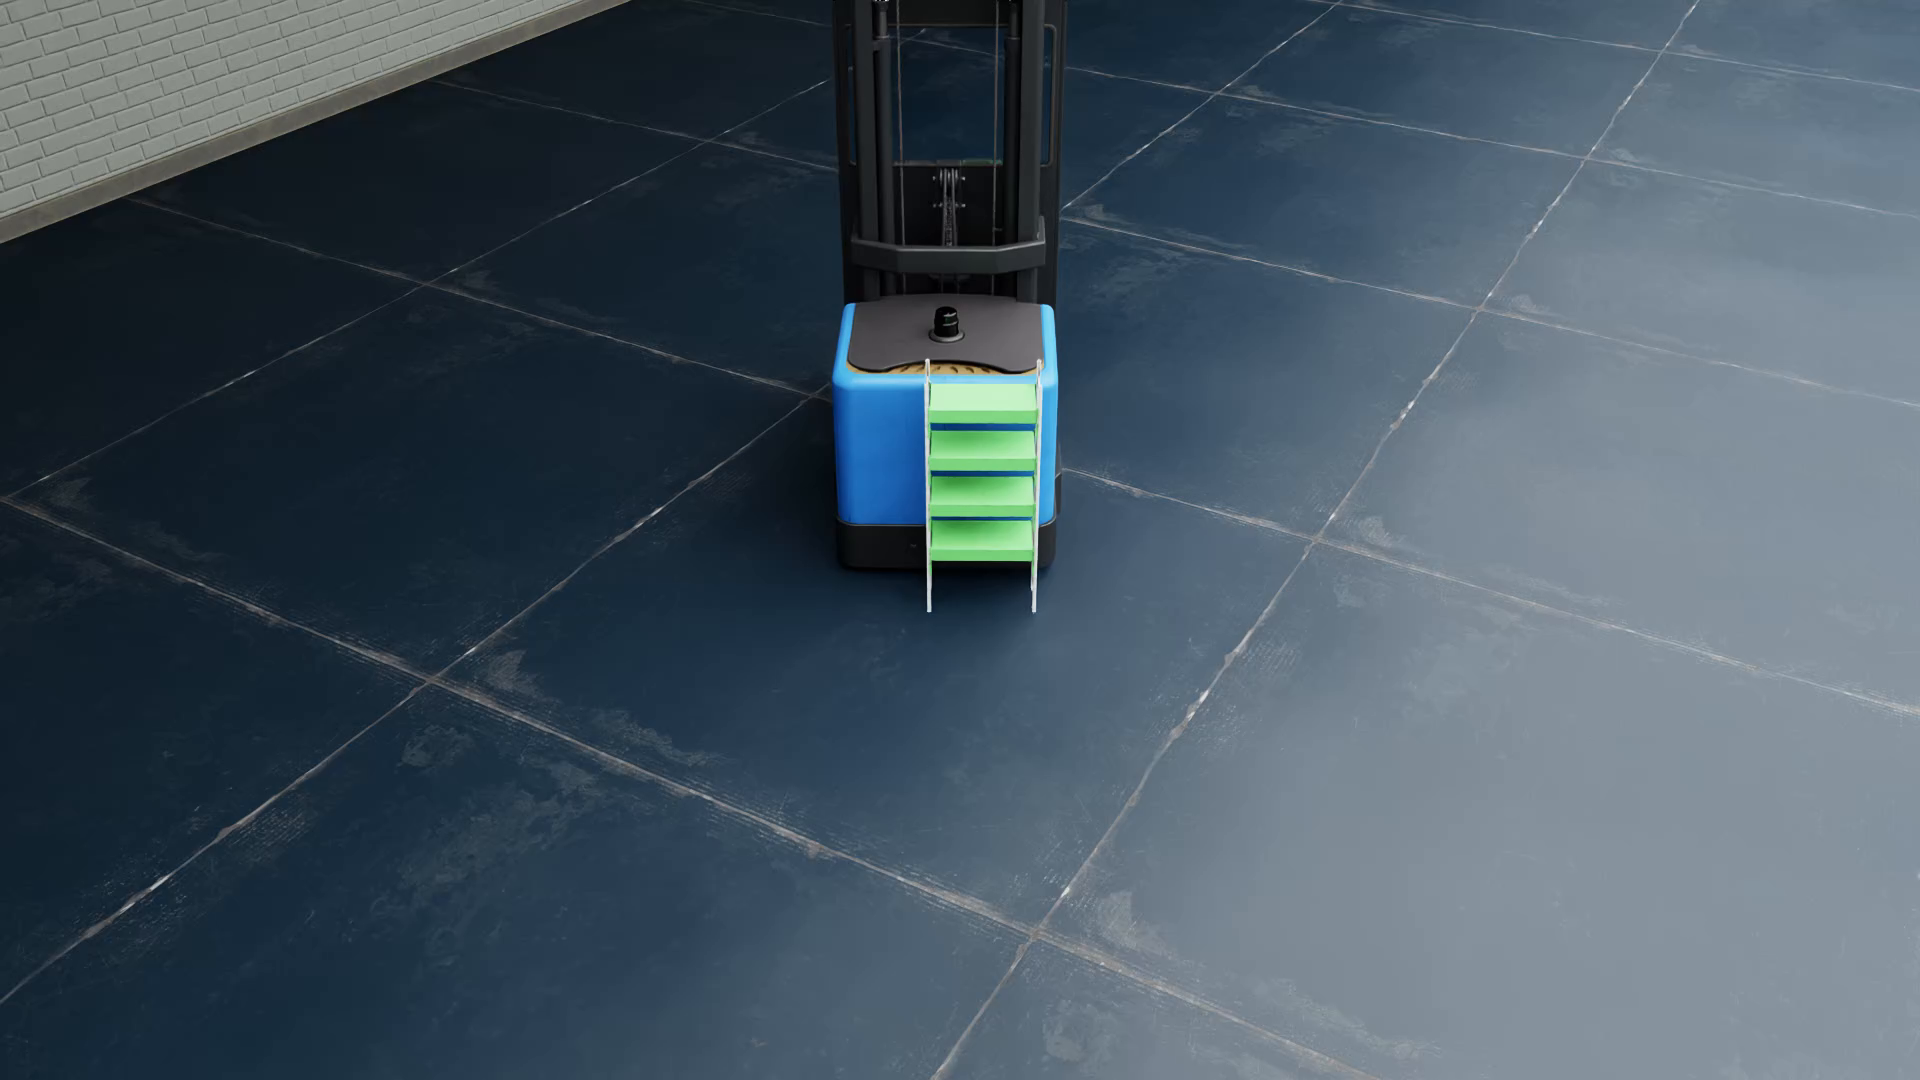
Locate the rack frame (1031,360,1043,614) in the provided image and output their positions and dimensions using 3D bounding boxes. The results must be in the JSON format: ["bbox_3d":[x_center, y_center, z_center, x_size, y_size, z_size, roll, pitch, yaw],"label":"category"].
[{"bbox_3d":[0.345,-0.223,7.502,0.015,1.200,0.240,0,34,0],"label":"rack frame"}]

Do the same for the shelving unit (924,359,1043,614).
[{"bbox_3d":[0.101,-0.224,7.503,0.503,1.200,0.258,0,34,0],"label":"shelving unit"}]

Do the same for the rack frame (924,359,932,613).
[{"bbox_3d":[-0.143,-0.225,7.505,0.015,1.200,0.240,0,34,0],"label":"rack frame"}]

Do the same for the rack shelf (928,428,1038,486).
[{"bbox_3d":[0.101,-0.370,7.406,0.480,0.148,0.258,0,34,0],"label":"rack shelf"}]

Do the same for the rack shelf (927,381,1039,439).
[{"bbox_3d":[0.101,-0.570,7.273,0.480,0.148,0.258,0,34,0],"label":"rack shelf"}]

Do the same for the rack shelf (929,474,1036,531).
[{"bbox_3d":[0.101,-0.171,7.539,0.480,0.148,0.258,0,34,0],"label":"rack shelf"}]

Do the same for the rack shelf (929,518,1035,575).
[{"bbox_3d":[0.101,0.029,7.672,0.480,0.148,0.258,0,34,0],"label":"rack shelf"}]

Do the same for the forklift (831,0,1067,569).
[{"bbox_3d":[-0.045,-1.865,8.406,1.130,2.935,3.031,1,34,1],"label":"forklift"}]
